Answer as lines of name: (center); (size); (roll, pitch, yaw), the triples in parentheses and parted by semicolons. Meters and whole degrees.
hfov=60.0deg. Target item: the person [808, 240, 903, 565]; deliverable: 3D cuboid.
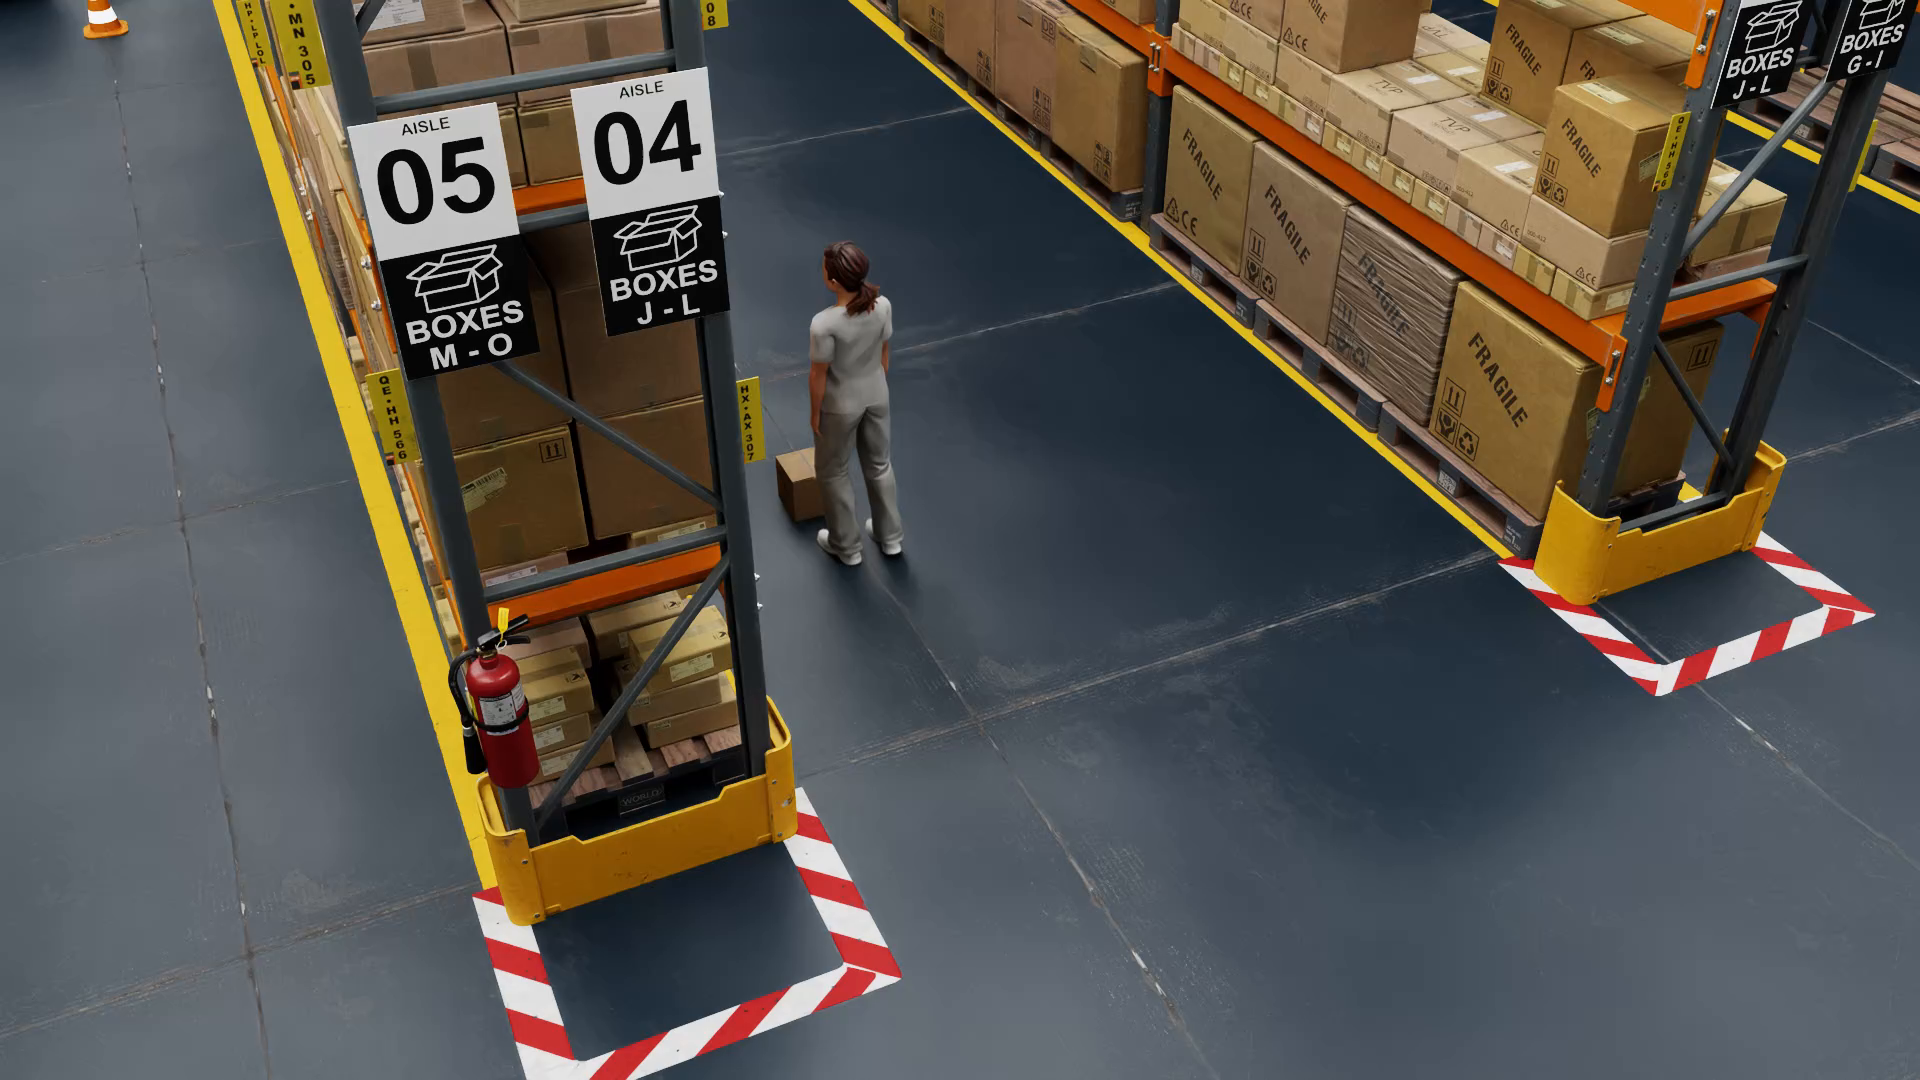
person: (-0.502, -0.617, 7.677); (0.438, 1.677, 0.377); (-24, 43, -28)
